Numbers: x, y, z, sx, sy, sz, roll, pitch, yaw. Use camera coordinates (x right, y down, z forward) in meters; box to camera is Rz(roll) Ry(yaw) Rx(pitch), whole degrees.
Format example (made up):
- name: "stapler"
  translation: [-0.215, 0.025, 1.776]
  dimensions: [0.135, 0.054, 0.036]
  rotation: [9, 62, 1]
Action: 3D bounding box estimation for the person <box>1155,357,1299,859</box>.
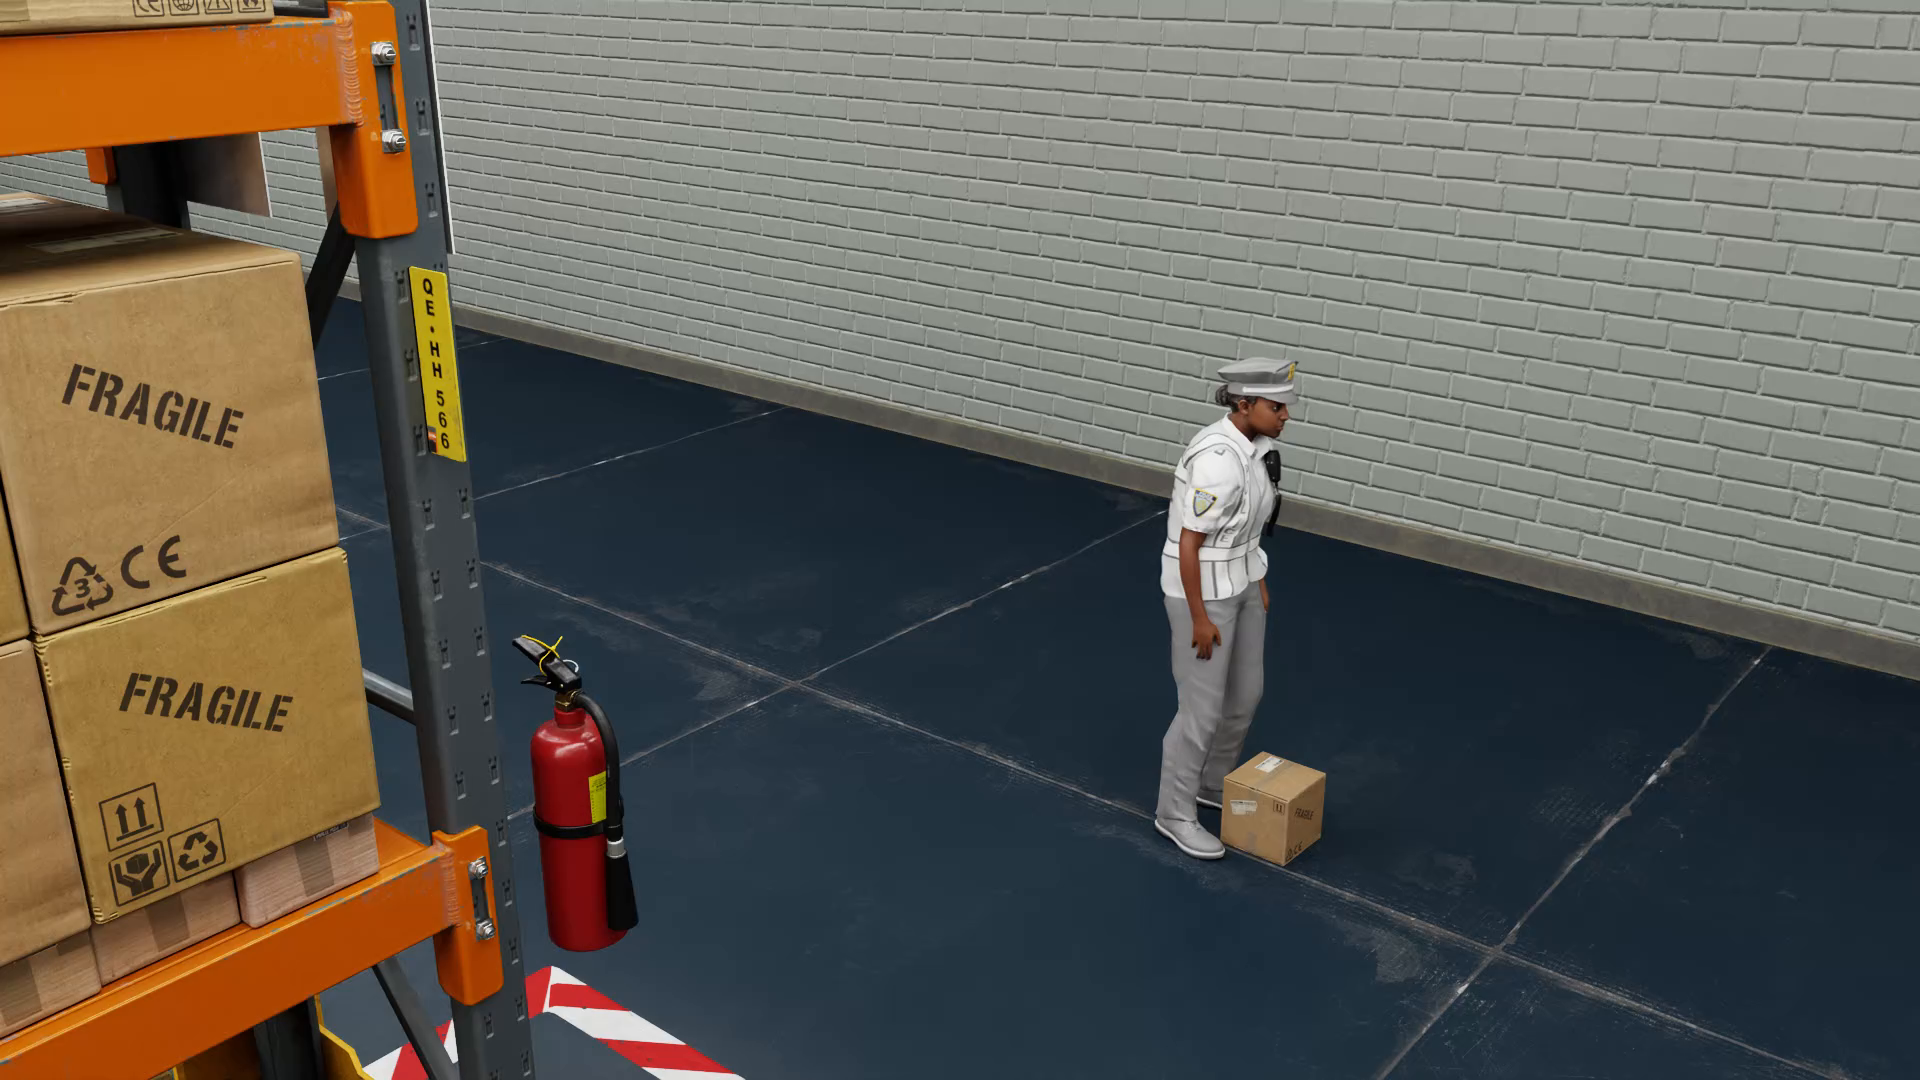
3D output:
- name: "person"
  translation: [0.876, 0.199, 5.536]
  dimensions: [0.393, 1.661, 0.532]
  rotation: [14, 25, 34]
